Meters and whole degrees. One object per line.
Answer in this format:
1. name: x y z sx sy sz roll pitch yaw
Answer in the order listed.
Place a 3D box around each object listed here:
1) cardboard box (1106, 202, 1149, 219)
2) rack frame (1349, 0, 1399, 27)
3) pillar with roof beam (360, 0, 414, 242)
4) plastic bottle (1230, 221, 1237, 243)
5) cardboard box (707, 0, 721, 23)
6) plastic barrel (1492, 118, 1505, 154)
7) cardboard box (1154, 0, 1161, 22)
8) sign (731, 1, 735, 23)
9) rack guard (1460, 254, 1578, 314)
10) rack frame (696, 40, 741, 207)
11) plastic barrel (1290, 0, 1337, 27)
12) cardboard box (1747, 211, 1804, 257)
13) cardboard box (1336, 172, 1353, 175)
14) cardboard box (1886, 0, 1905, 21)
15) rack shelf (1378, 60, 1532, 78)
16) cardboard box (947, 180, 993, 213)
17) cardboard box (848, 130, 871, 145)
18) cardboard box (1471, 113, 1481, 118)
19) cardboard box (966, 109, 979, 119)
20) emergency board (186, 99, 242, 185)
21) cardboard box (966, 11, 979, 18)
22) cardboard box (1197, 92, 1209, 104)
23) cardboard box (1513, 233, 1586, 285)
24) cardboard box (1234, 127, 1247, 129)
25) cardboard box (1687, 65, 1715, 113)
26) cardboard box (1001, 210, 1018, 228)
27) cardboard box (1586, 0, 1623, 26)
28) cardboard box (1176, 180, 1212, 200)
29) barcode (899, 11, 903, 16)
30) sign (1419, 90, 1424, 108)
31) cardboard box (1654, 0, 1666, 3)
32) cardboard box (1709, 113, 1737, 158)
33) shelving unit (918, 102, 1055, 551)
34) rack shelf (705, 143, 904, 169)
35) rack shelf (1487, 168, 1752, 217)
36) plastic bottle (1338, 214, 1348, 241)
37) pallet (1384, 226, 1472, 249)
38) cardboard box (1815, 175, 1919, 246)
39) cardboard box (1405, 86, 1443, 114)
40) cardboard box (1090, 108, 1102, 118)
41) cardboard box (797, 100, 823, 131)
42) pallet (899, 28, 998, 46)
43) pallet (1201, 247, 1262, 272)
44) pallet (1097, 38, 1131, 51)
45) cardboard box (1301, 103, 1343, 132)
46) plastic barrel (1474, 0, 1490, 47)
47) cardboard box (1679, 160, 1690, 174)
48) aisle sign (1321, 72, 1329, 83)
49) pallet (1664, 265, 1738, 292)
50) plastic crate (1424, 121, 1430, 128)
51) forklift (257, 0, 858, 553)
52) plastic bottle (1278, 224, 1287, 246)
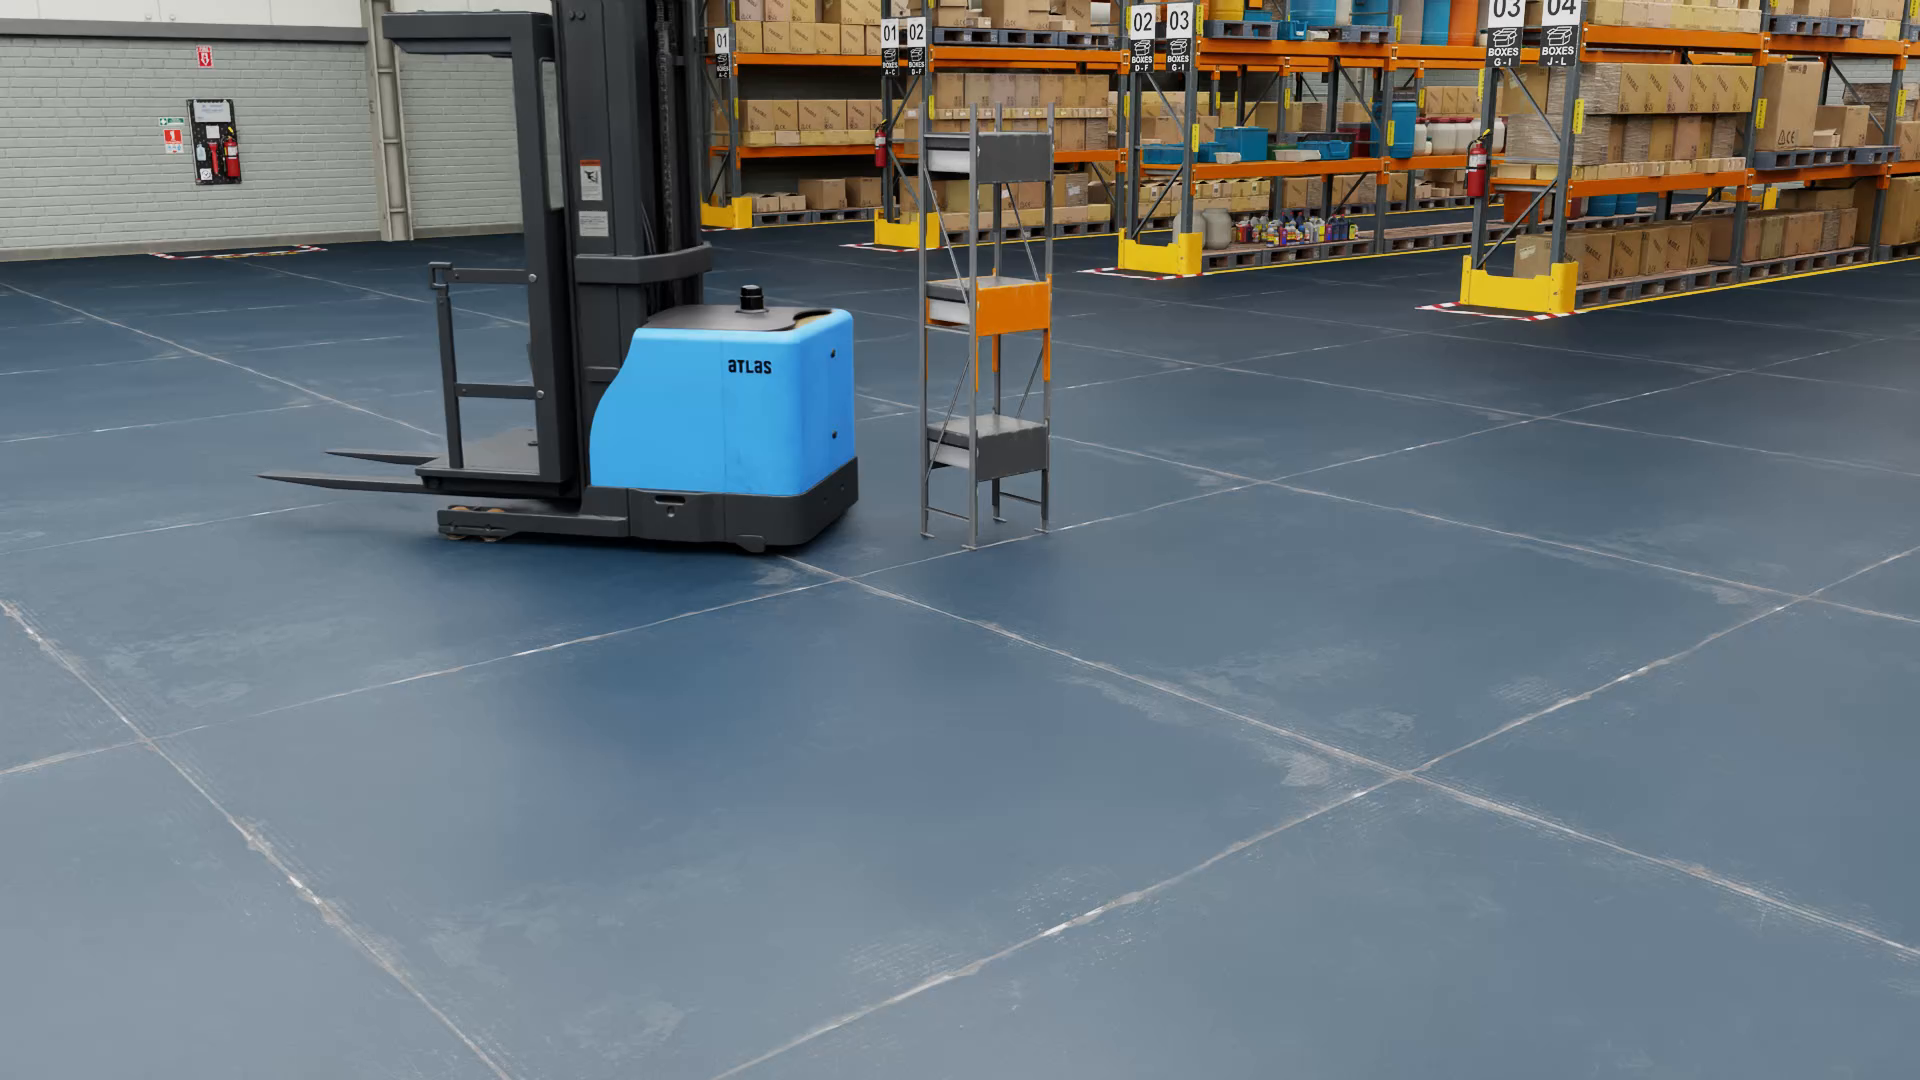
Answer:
1. cardboard box: 2.718 -5.363 27.028 0.500 0.250 0.500 -13 20 -41
2. rack frame: 5.500 -8.401 22.265 0.127 3.000 1.000 -13 19 -39
3. pillar with roof beam: -5.761 -8.085 21.081 0.400 9.000 9.100 -13 19 -39
4. plastic bottle: 3.657 -4.146 22.368 0.133 0.283 0.061 -12 19 -38
5. cardboard box: -3.867 -8.868 27.656 0.500 0.500 0.500 -12 19 -37
6. plastic barrel: 7.882 -6.019 24.754 0.421 0.512 0.421 0 15 0
7. cardboard box: 3.157 -8.608 26.874 0.500 0.500 0.500 -10 18 -34
8. sign: -3.664 -8.520 26.828 0.005 0.325 0.100 -13 19 -39
9. rack guard: 5.791 -2.666 17.264 0.348 0.500 1.175 -13 19 -39
10. rack frame: -4.021 -6.754 27.723 0.127 3.000 1.000 -13 19 -39
11. plastic barrel: 4.679 -7.250 21.981 0.708 0.901 0.600 -13 19 -39
12. cardboard box: 10.023 -3.816 20.713 0.700 0.500 0.500 14 20 42
13. cardboard box: 7.007 -6.987 31.131 0.500 0.250 0.500 -13 19 -39
14. cardboard box: 11.573 -6.826 21.017 0.500 0.500 0.500 -12 19 -38
15. rack shelf: 9.795 -9.264 32.700 4.000 0.370 1.077 -13 19 -39
16. cardboard box: 0.161 -5.160 24.816 0.500 0.500 0.500 -13 19 -39
17. cardboard box: -1.912 -7.059 29.116 0.500 0.250 0.500 -13 20 -40
18. cardboard box: 9.996 -8.163 32.804 0.500 0.500 0.500 -13 20 -40
19. cardboard box: 0.058 -6.264 24.437 0.250 0.149 0.380 -13 19 -39
20. emergency board: -10.476 -5.614 23.453 0.643 1.169 0.194 -13 19 -39
21. cardboard box: -0.070 -7.684 24.598 0.500 0.250 0.500 -13 19 -39
22. cardboard box: 4.848 -9.222 34.701 0.500 0.250 0.500 -12 19 -38
23. cardboard box: 6.216 -2.959 17.545 0.500 0.500 0.500 -9 17 -29
24. cardboard box: 4.966 -7.049 29.002 0.500 0.311 0.500 -11 19 -36
25. cardboard box: 7.839 -4.915 18.129 0.500 0.500 0.500 -13 19 -39
26. cardboard box: 0.537 -4.882 25.231 0.500 0.250 0.500 -13 19 -39
27. cardboard box: 6.267 -5.269 16.642 0.500 0.250 0.500 -12 19 -38
28. cardboard box: 3.886 -5.896 27.937 0.500 0.311 0.500 -12 19 -38
29. barcode: -0.855 -7.665 24.196 0.075 0.075 0.001 -13 19 -39
30. sign: 8.654 -8.275 31.174 0.005 0.325 0.100 -13 19 -39
31. cardboard box: 7.097 -5.646 17.280 0.250 0.149 0.380 -14 20 -42
32. cardboard box: 8.372 -4.667 19.138 0.500 0.500 0.875 -13 19 -39
33. shelving unit: 0.125 -1.042 8.084 0.503 2.100 0.431 -13 19 -39
34. rack shelf: -2.512 -6.745 29.085 4.000 0.370 1.077 -13 19 -39
35. rack shelf: 7.243 -3.852 18.254 4.000 0.370 1.077 -13 19 -39
36. plastic bottle: 5.204 -4.271 22.706 0.185 0.351 0.144 -13 20 -41
37. pallet: 6.988 -4.504 24.704 1.213 0.211 1.003 -13 19 -39
38. cardboard box: 12.303 -4.506 22.609 0.875 0.875 1.225 -14 20 -42
39. cardboard box: 8.827 -8.380 31.678 0.500 0.500 0.500 -12 19 -38
40. cardboard box: 1.999 -6.700 26.072 0.250 0.149 0.380 -13 20 -41
41. cardboard box: -2.690 -7.244 28.356 0.500 0.500 0.500 -13 20 -41
42. pallet: -0.216 -7.312 24.169 1.213 0.211 1.003 -13 19 -39
43. pallet: 3.126 -3.637 21.457 1.213 0.211 1.003 -13 19 -39
44. pallet: 2.908 -7.977 26.859 1.217 0.209 0.805 -14 20 -42
45. cardboard box: 6.485 -7.643 30.044 0.500 0.500 0.700 -9 17 -29
46. plastic barrel: 7.756 -7.775 24.762 0.600 0.901 0.600 0 15 0
47. cardboard box: 7.807 -4.122 18.355 0.250 0.149 0.380 -13 19 -39
48. aisle sign: 8.301 -10.674 37.362 0.004 0.787 0.394 -13 19 -39
49. pallet: 8.268 -3.071 19.338 1.213 0.211 1.003 -13 19 -39
50. plastic crate: 7.098 -5.997 24.766 0.583 0.464 0.402 -13 19 -39
51. forklift: -2.108 -1.532 8.307 3.031 2.935 1.130 3 15 12
52. plastic bottle: 4.238 -4.007 21.850 0.133 0.283 0.061 -12 19 -38
